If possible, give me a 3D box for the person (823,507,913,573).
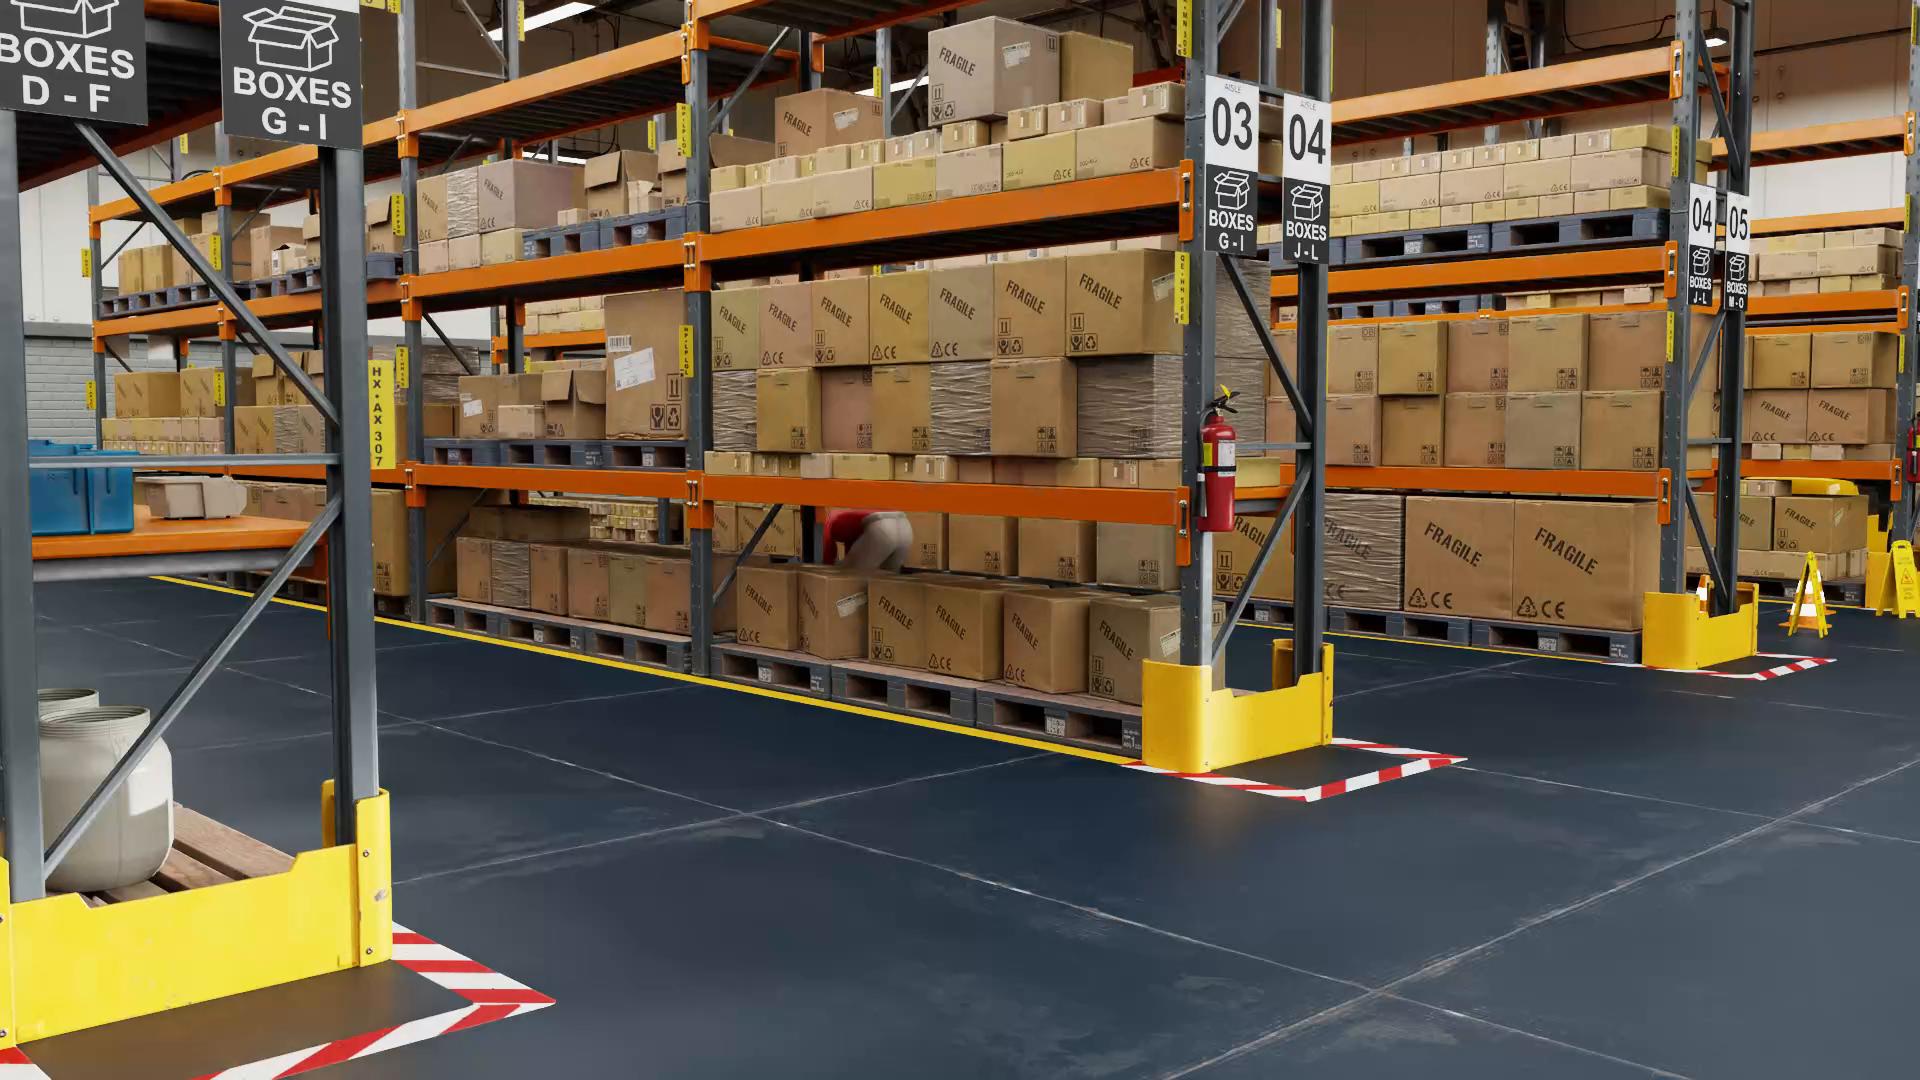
[{"bbox_3d":[-0.783,0.241,12.472,0.963,1.038,0.499,3,5,40],"label":"person"}]
